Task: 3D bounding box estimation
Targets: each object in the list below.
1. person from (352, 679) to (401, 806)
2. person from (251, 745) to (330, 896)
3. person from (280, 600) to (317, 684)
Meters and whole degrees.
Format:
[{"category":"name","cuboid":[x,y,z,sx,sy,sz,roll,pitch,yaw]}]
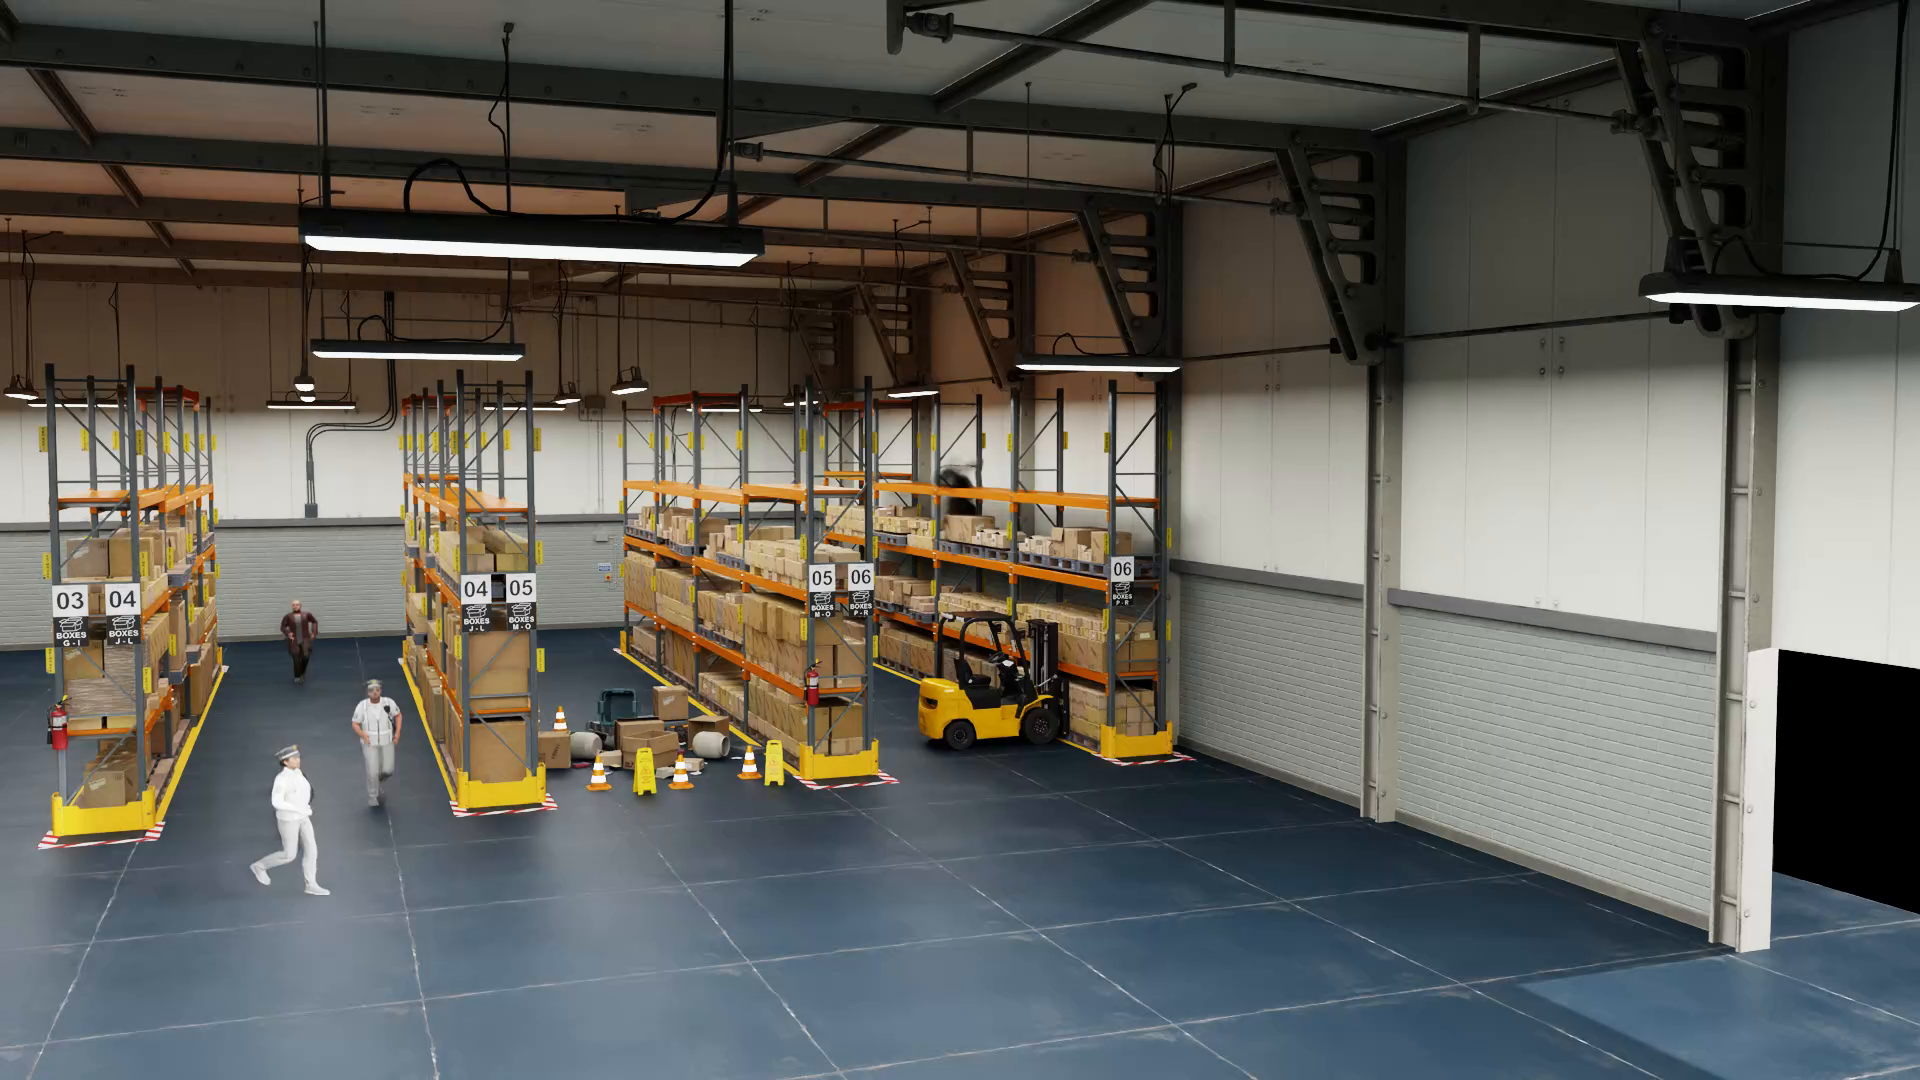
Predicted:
[{"category":"person","cuboid":[-8.062,2.793,23.028,0.663,1.759,0.663,-2,4,-25]},{"category":"person","cuboid":[-7.395,3.089,18.360,0.865,1.683,0.628,0,3,8]},{"category":"person","cuboid":[-13.694,2.114,34.466,0.722,1.735,0.667,-1,4,-23]}]
